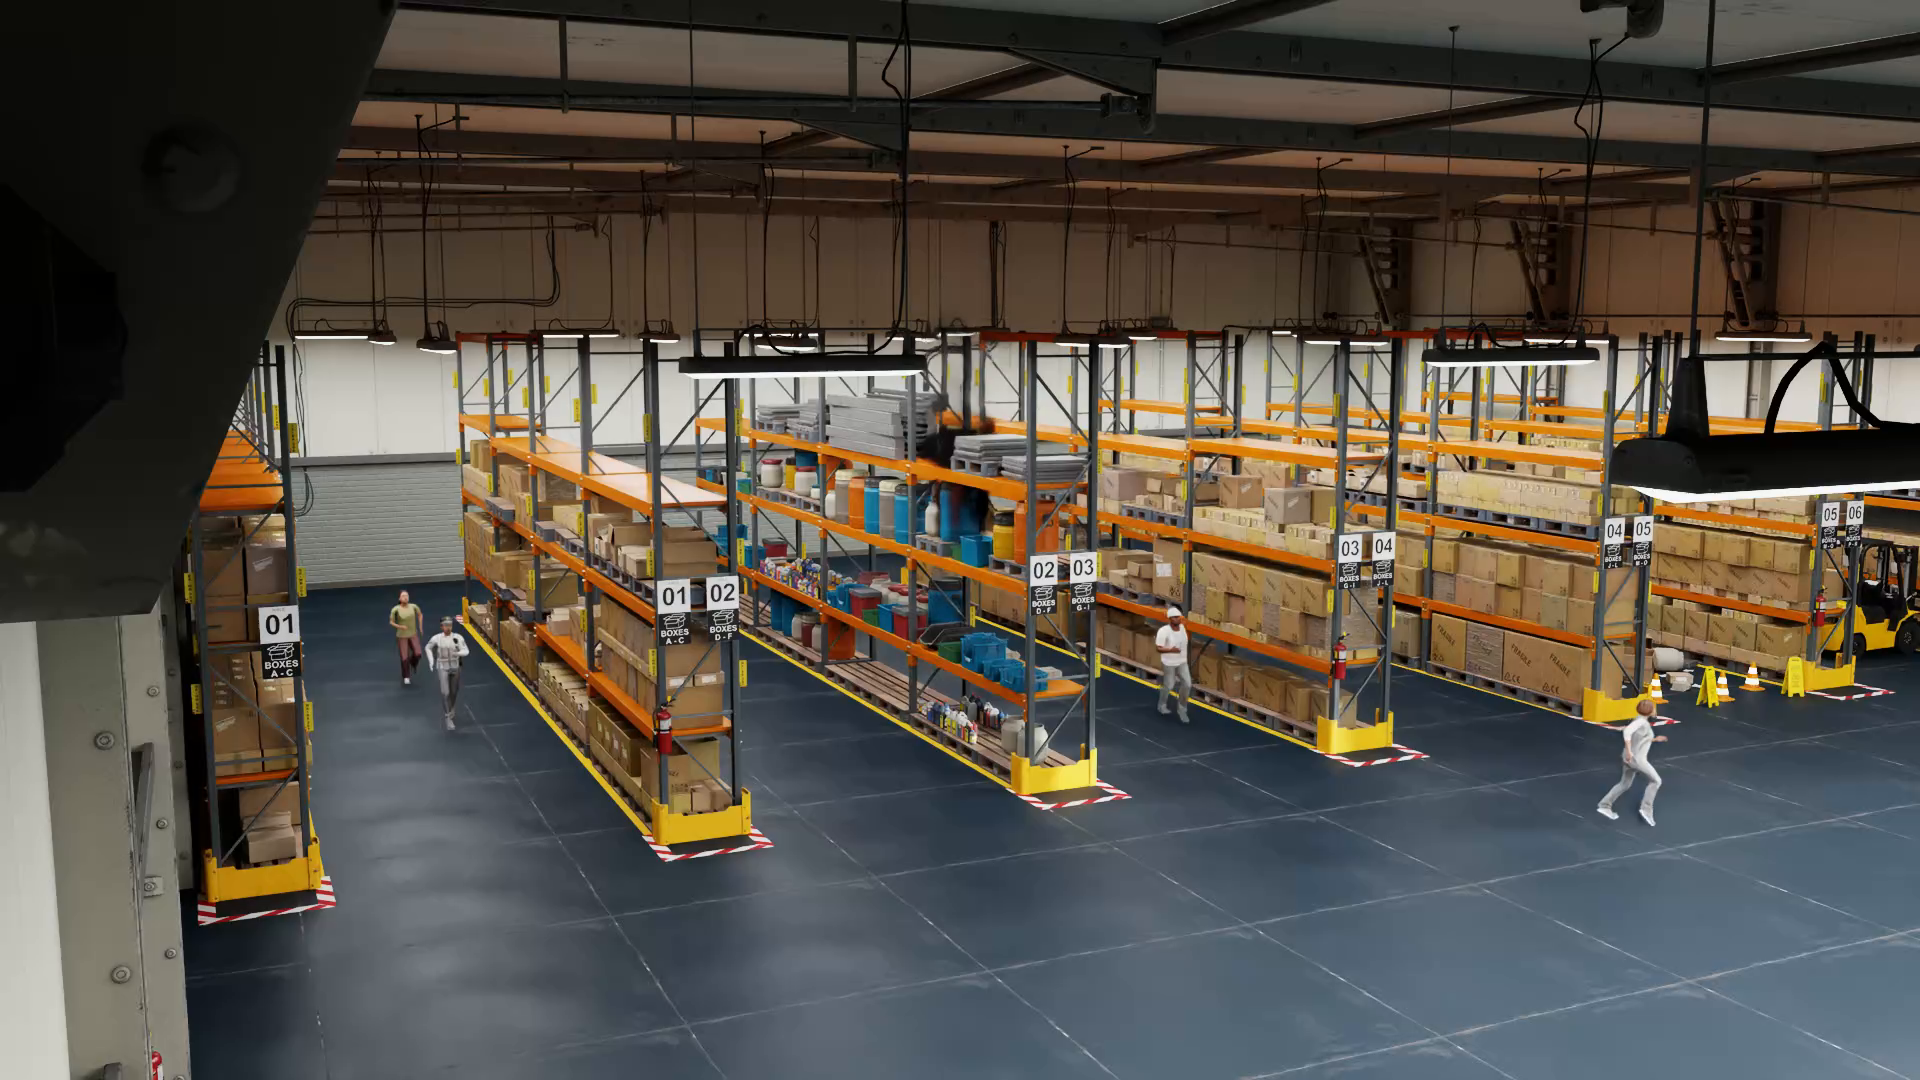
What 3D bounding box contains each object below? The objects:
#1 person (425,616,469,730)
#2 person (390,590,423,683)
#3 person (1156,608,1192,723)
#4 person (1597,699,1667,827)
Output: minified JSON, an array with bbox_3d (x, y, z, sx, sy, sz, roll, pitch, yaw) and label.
[{"bbox_3d":[-7.909,2.011,25.732,0.604,1.704,0.897,-4,9,-28],"label":"person"},{"bbox_3d":[-9.531,1.669,28.733,0.589,1.633,0.562,-5,9,-32],"label":"person"},{"bbox_3d":[3.354,1.960,26.061,0.672,1.824,0.760,-3,8,-23],"label":"person"},{"bbox_3d":[8.375,2.768,20.684,0.789,1.615,0.555,2,8,11],"label":"person"}]
